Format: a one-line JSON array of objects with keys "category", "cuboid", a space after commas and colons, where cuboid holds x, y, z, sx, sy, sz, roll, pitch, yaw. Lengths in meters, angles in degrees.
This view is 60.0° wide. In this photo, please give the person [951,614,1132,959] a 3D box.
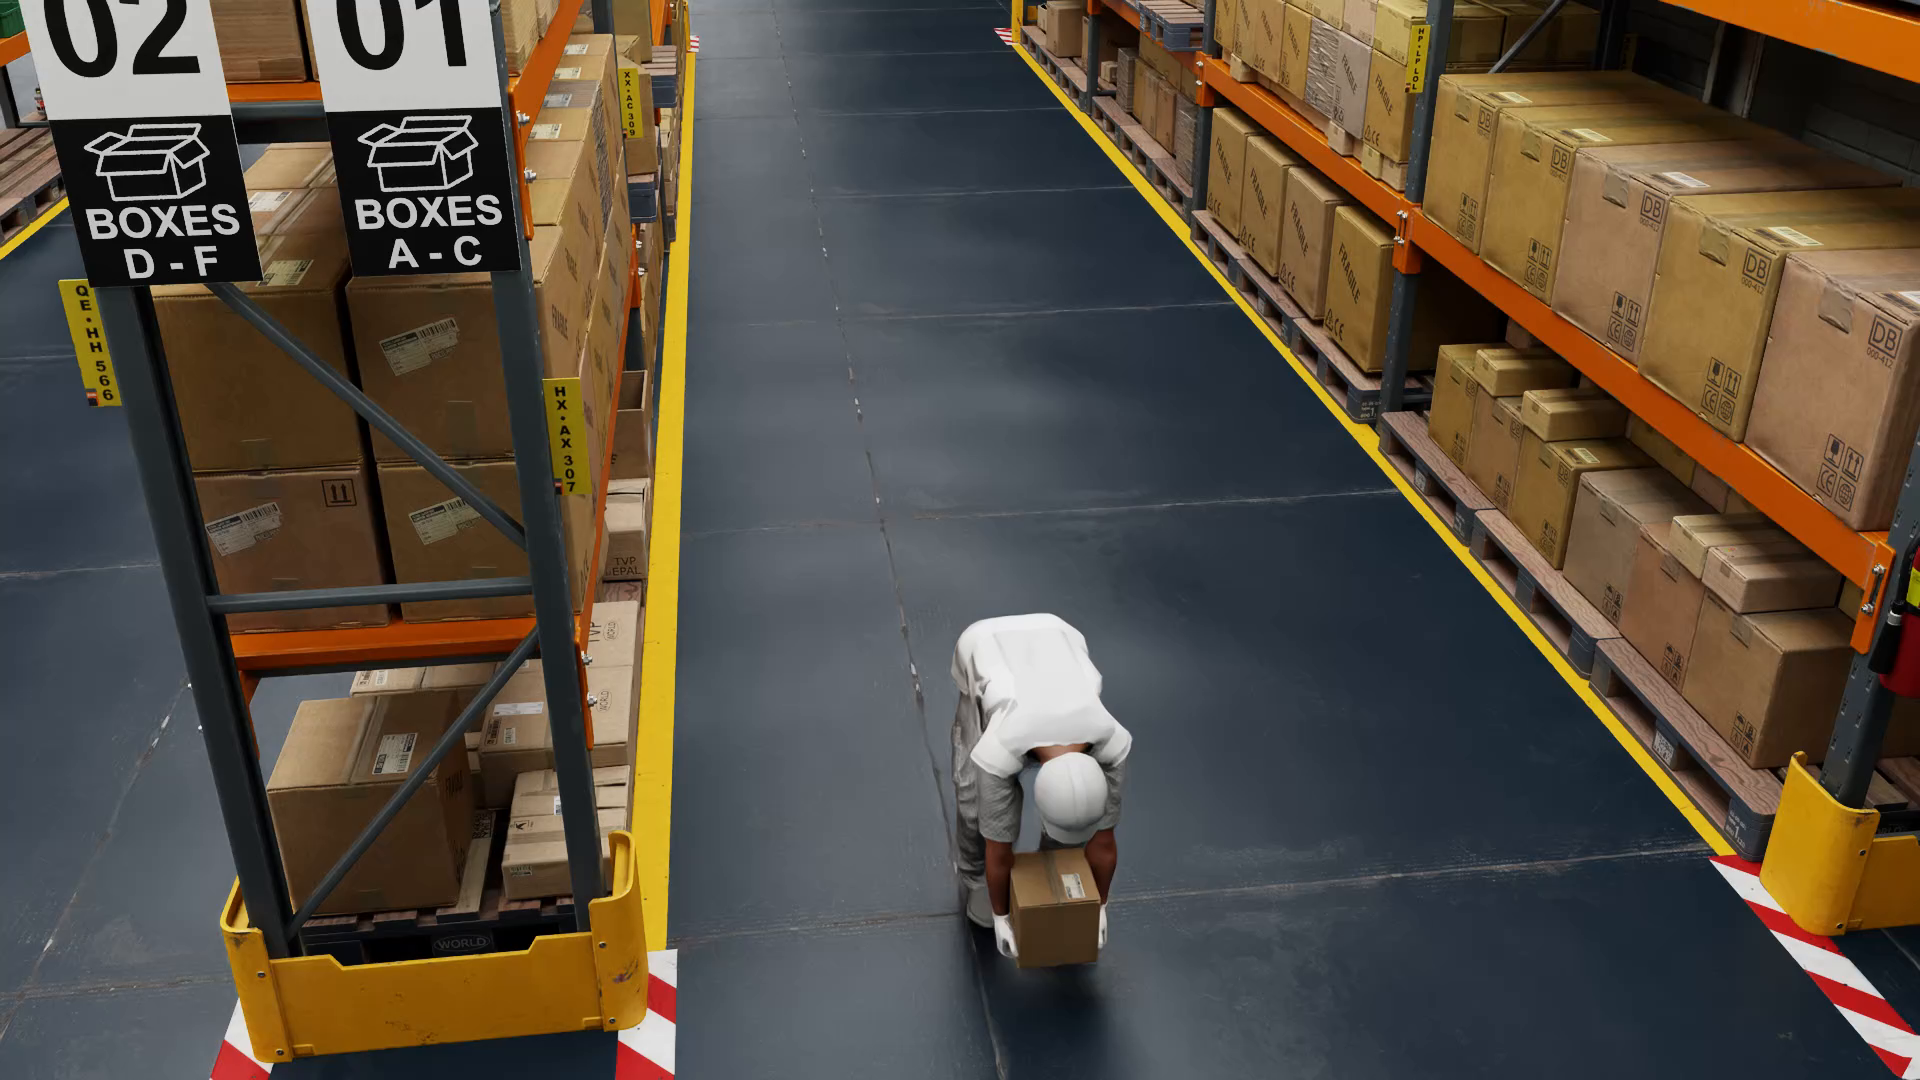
[{"category": "person", "cuboid": [0.252, 0.835, 5.240, 0.513, 1.063, 0.990, -5, 27, -9]}]
